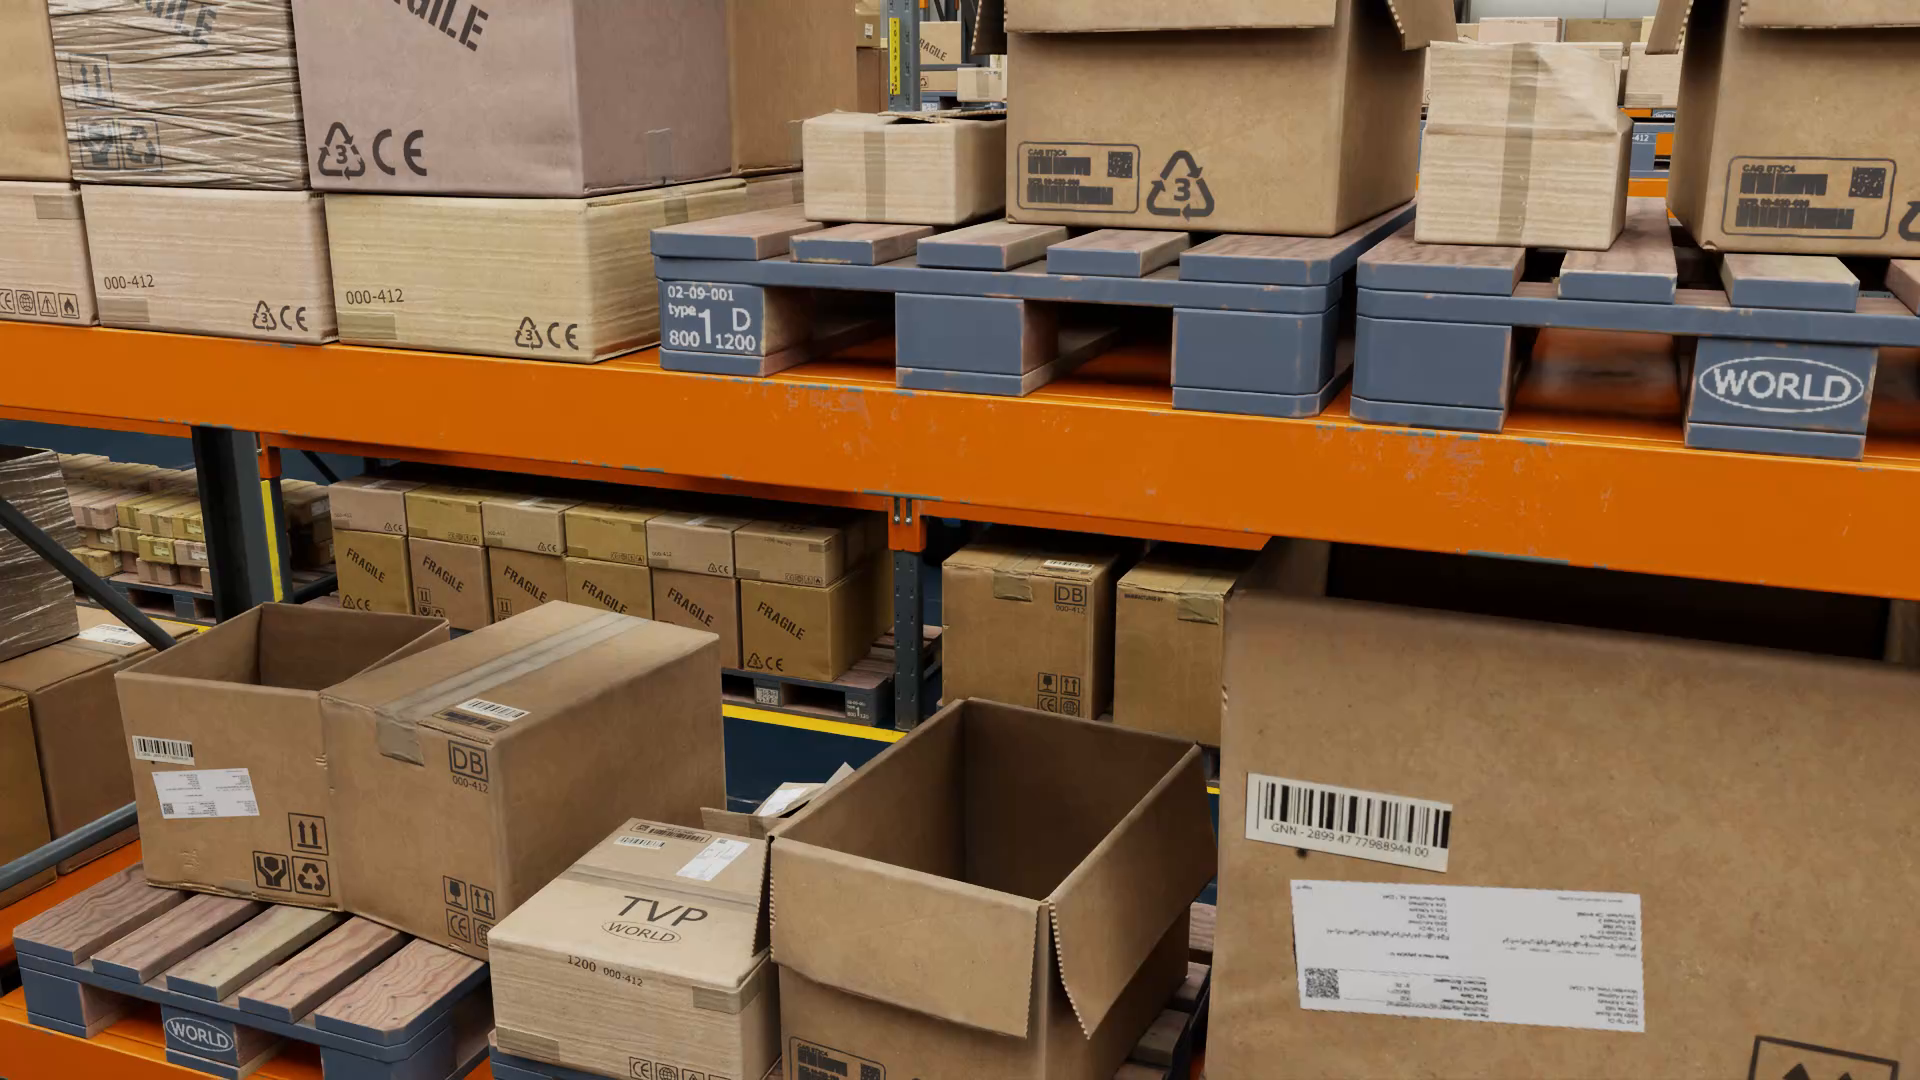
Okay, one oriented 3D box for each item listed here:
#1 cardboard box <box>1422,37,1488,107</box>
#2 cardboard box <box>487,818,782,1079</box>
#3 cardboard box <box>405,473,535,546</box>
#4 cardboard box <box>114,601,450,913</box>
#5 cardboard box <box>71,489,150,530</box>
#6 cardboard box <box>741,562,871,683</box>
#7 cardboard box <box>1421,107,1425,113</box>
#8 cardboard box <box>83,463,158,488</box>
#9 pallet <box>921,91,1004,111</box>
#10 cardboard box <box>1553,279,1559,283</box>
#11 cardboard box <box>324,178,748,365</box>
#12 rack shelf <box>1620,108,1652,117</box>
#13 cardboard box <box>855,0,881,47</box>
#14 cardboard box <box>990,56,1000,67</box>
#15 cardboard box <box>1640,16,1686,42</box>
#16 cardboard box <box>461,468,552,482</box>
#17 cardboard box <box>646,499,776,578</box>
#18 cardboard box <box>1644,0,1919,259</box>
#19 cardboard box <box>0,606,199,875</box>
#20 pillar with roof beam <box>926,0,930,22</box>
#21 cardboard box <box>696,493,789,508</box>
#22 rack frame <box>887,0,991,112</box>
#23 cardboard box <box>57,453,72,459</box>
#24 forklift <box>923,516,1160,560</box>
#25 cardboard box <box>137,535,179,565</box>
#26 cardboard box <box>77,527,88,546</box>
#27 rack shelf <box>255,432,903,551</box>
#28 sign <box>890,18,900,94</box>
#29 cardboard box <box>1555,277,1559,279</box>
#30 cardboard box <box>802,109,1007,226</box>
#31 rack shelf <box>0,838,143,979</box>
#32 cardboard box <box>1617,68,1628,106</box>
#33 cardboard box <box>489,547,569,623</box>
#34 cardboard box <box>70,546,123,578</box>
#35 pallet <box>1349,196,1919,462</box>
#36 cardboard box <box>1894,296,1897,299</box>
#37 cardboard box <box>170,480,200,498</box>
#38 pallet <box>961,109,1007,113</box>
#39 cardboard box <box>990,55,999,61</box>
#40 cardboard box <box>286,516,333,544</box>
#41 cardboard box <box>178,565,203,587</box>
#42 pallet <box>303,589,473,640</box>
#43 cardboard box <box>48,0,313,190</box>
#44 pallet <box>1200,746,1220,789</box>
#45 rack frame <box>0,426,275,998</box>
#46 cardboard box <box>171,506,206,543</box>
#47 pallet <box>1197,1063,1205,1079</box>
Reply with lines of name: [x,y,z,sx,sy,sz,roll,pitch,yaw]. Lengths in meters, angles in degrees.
cardboard box: [1.922,-1.963,6.902,0.500,0.311,0.500,6,17,19]
cardboard box: [-0.527,0.775,3.140,0.500,0.250,0.500,6,17,19]
cardboard box: [-2.722,-0.175,9.282,0.500,0.250,0.500,7,18,22]
cardboard box: [-1.484,0.469,3.746,0.500,0.500,0.500,4,17,14]
cardboard box: [-5.220,-0.189,10.237,0.250,0.149,0.380,5,17,18]
cardboard box: [-0.796,0.397,8.657,0.500,0.500,0.500,6,17,20]
cardboard box: [3.064,-3.238,11.882,0.637,0.503,0.797,6,17,21]
cardboard box: [-5.497,-0.385,10.914,0.250,0.149,0.380,6,17,21]
pallet: [-0.025,-3.412,13.006,1.213,0.211,1.003,7,18,23]
cardboard box: [2.690,-0.823,7.155,0.500,0.500,0.700,6,17,20]
cardboard box: [-0.698,-0.478,2.829,0.500,0.250,0.500,7,17,22]
rack shelf: [5.313,-4.075,16.240,4.000,0.370,1.077,6,17,21]
cardboard box: [-0.559,-2.433,7.740,0.258,0.266,0.396,6,17,21]
cardboard box: [0.225,-3.524,12.541,0.258,0.266,0.396,6,17,19]
cardboard box: [4.770,-3.324,10.982,0.500,0.250,0.500,7,17,22]
cardboard box: [-2.550,-0.306,9.734,0.500,0.250,0.500,7,18,23]
cardboard box: [-1.294,-0.015,8.729,0.500,0.250,0.500,7,17,21]
cardboard box: [1.319,-0.683,2.327,0.637,0.503,0.797,5,17,18]
cardboard box: [-2.354,0.505,4.374,0.500,0.500,0.500,7,18,22]
pillar with roof beam: [-2.165,-5.663,15.040,0.400,9.000,9.100,6,17,21]
cardboard box: [-1.112,-0.149,9.192,0.500,0.250,0.500,6,17,20]
rack frame: [-0.088,-3.484,7.532,0.127,3.000,1.000,6,17,21]
cardboard box: [-6.226,-0.474,11.218,0.250,0.149,0.380,6,17,18]
forklift: [0.883,-1.196,10.535,3.031,2.935,1.130,12,20,36]
cardboard box: [-4.730,0.016,10.066,0.250,0.149,0.380,6,17,19]
cardboard box: [-5.414,-0.089,10.426,0.250,0.149,0.380,5,17,18]
rack shelf: [-1.948,-0.462,9.174,4.000,0.370,1.077,6,17,21]
sign: [-0.288,-2.151,7.394,0.005,0.325,0.100,6,17,21]
cardboard box: [4.380,-1.918,11.434,0.500,0.500,0.500,6,17,21]
cardboard box: [-0.061,-0.613,2.691,0.250,0.166,0.380,6,17,19]
rack shelf: [-3.862,0.814,4.778,4.000,0.370,1.077,6,17,21]
cardboard box: [2.760,-1.933,7.091,0.380,0.149,0.250,6,17,21]
cardboard box: [-2.233,0.235,9.213,0.500,0.500,0.500,7,17,22]
cardboard box: [-5.261,0.098,10.316,0.250,0.149,0.380,6,17,21]
pallet: [1.184,-0.358,2.484,1.003,0.211,1.213,6,17,21]
cardboard box: [3.964,-0.737,6.627,0.550,0.550,0.875,6,17,21]
cardboard box: [-4.792,-0.296,10.607,0.250,0.149,0.380,6,17,19]
pallet: [0.531,-1.900,7.797,1.003,0.211,1.213,7,18,23]
cardboard box: [0.343,-5.116,17.520,0.250,0.149,0.380,6,17,20]
cardboard box: [-4.028,-0.107,10.489,0.250,0.149,0.380,7,18,23]
cardboard box: [-4.509,0.156,10.117,0.250,0.149,0.380,7,18,22]
pallet: [-3.084,0.407,9.894,1.213,0.211,1.003,6,17,21]
cardboard box: [-1.188,-0.887,2.894,0.500,0.500,0.500,6,17,21]
pallet: [1.749,0.962,7.981,1.213,0.211,1.003,6,17,21]
rack frame: [-2.001,0.674,3.973,0.127,3.000,1.000,6,17,21]
cardboard box: [-4.487,-0.115,9.982,0.250,0.149,0.380,7,17,21]
pallet: [1.062,1.059,2.990,1.213,0.211,1.003,6,17,21]
